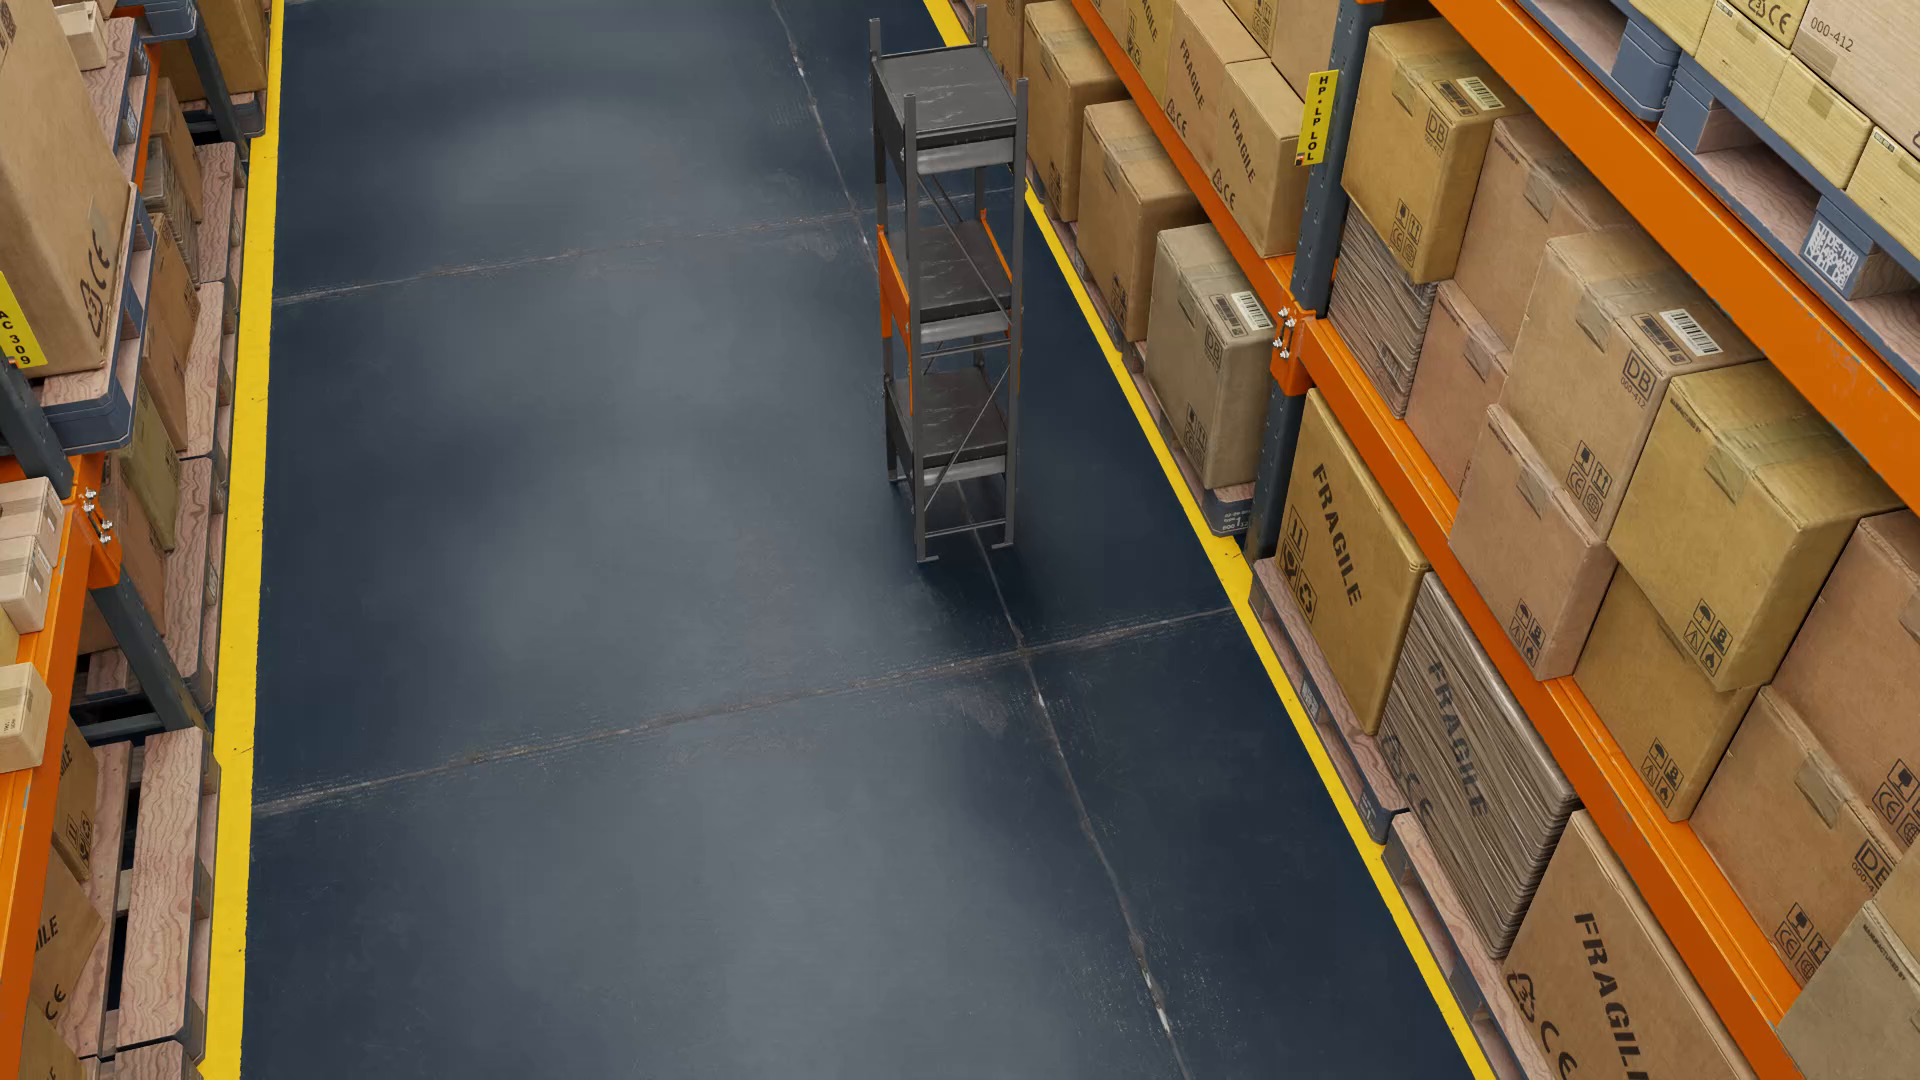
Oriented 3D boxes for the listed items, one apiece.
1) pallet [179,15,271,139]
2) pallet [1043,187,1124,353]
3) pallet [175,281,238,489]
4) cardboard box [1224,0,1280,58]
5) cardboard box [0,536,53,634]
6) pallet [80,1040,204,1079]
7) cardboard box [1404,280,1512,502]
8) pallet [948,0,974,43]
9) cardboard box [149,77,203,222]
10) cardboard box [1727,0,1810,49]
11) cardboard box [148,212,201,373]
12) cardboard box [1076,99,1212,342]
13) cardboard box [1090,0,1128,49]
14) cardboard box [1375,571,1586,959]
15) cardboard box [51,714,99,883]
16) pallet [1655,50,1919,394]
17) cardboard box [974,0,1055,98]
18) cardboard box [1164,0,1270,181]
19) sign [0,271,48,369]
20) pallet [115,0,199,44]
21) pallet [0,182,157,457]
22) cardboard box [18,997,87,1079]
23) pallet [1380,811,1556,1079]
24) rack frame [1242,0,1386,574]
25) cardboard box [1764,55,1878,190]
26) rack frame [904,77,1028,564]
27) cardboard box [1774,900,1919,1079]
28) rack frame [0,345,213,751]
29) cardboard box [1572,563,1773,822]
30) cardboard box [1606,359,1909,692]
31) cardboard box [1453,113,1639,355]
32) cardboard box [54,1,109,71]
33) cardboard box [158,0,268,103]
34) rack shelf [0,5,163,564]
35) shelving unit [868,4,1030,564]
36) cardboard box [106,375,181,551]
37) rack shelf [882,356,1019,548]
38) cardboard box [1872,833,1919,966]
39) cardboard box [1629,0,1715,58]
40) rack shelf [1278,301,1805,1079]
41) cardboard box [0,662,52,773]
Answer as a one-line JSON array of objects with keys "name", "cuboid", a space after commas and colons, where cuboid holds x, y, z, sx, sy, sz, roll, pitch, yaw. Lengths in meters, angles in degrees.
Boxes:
[{"name": "pallet", "cuboid": [-4.339, -2.546, 9.098, 1.003, 0.211, 1.213, -11, 47, -10]}, {"name": "pallet", "cuboid": [1.049, -1.427, 8.000, 1.003, 0.211, 1.213, -11, 47, -10]}, {"name": "pallet", "cuboid": [-3.702, -0.608, 7.198, 1.003, 0.211, 1.213, -11, 47, -10]}, {"name": "cardboard box", "cuboid": [1.368, -2.121, 5.959, 0.700, 0.500, 0.500, -11, 47, -11]}, {"name": "cardboard box", "cuboid": [-2.792, 0.154, 4.675, 0.380, 0.149, 0.250, -11, 47, -10]}, {"name": "pallet", "cuboid": [-2.664, 2.074, 4.569, 1.003, 0.211, 1.213, -11, 47, -10]}, {"name": "cardboard box", "cuboid": [1.904, -0.464, 5.000, 0.875, 0.550, 0.550, -11, 47, -10]}, {"name": "pallet", "cuboid": [0.412, -3.365, 9.900, 1.003, 0.211, 1.213, -11, 47, -10]}, {"name": "cardboard box", "cuboid": [-4.019, -1.785, 7.841, 0.700, 0.500, 0.500, -13, 47, -12]}, {"name": "cardboard box", "cuboid": [1.750, -1.238, 3.296, 0.500, 0.250, 0.500, -11, 47, -11]}, {"name": "cardboard box", "cuboid": [-3.713, -1.014, 7.085, 0.700, 0.500, 0.500, -7, 46, -7]}, {"name": "cardboard box", "cuboid": [1.146, -1.478, 7.380, 1.050, 0.750, 0.750, -11, 47, -10]}, {"name": "cardboard box", "cuboid": [0.852, -2.434, 6.965, 0.500, 0.500, 0.500, -11, 47, -11]}, {"name": "cardboard box", "cuboid": [1.963, 0.625, 5.230, 0.875, 0.875, 0.875, -10, 46, -10]}, {"name": "cardboard box", "cuboid": [-3.122, 0.809, 5.313, 0.500, 0.500, 0.500, -12, 47, -12]}, {"name": "pallet", "cuboid": [2.143, -0.651, 3.250, 1.003, 0.211, 1.213, -11, 47, -10]}, {"name": "cardboard box", "cuboid": [0.680, -2.724, 8.601, 1.050, 0.750, 0.750, -11, 47, -11]}, {"name": "cardboard box", "cuboid": [1.114, -1.735, 6.280, 0.500, 0.500, 0.500, -11, 47, -11]}, {"name": "sign", "cuboid": [-2.663, -0.610, 4.642, 0.100, 0.325, 0.005, -11, 47, -10]}, {"name": "pallet", "cuboid": [-3.924, -2.425, 7.160, 1.213, 0.211, 1.003, -11, 47, -10]}, {"name": "pallet", "cuboid": [-3.241, -0.690, 5.460, 1.003, 0.211, 1.213, -11, 47, -10]}, {"name": "cardboard box", "cuboid": [-2.733, 1.617, 4.521, 0.500, 0.500, 0.500, -15, 47, -14]}, {"name": "pallet", "cuboid": [2.070, 1.319, 5.309, 1.003, 0.211, 1.213, -11, 47, -10]}, {"name": "rack frame", "cuboid": [1.635, -1.040, 5.669, 1.000, 3.000, 0.127, -11, 47, -10]}, {"name": "cardboard box", "cuboid": [1.789, -0.820, 3.165, 0.380, 0.149, 0.250, -10, 46, -10]}, {"name": "rack frame", "cuboid": [0.020, -0.681, 5.947, 0.400, 2.100, 0.015, -11, 47, -10]}, {"name": "cardboard box", "cuboid": [2.358, 1.046, 3.520, 0.875, 0.550, 0.550, -11, 47, -10]}, {"name": "rack frame", "cuboid": [-3.186, -0.203, 4.848, 1.000, 3.000, 0.127, -11, 47, -10]}, {"name": "cardboard box", "cuboid": [2.161, 0.278, 4.273, 0.875, 0.550, 0.500, -11, 47, -10]}, {"name": "cardboard box", "cuboid": [2.098, -0.088, 3.875, 0.875, 0.550, 0.500, -11, 47, -10]}, {"name": "cardboard box", "cuboid": [1.949, -0.851, 4.623, 0.875, 0.550, 0.550, -11, 47, -10]}, {"name": "cardboard box", "cuboid": [-3.522, -1.962, 6.373, 0.396, 0.266, 0.258, -12, 47, -11]}, {"name": "cardboard box", "cuboid": [-4.366, -2.848, 8.634, 1.225, 0.875, 0.875, -13, 47, -12]}, {"name": "rack shelf", "cuboid": [-3.698, -1.332, 6.459, 1.077, 0.370, 4.000, -11, 47, -10]}, {"name": "shelving unit", "cuboid": [-0.042, -0.849, 6.112, 0.431, 2.100, 0.503, -11, 47, -10]}, {"name": "cardboard box", "cuboid": [-3.426, -0.242, 6.330, 0.700, 0.500, 0.500, -11, 47, -11]}, {"name": "rack shelf", "cuboid": [-0.042, -0.350, 6.622, 0.431, 0.518, 0.480, -11, 47, -10]}, {"name": "cardboard box", "cuboid": [2.371, 0.665, 3.137, 0.875, 0.550, 0.550, -11, 47, -10]}, {"name": "cardboard box", "cuboid": [1.662, -1.168, 3.506, 0.380, 0.149, 0.250, -11, 47, -11]}, {"name": "rack shelf", "cuboid": [2.147, 0.593, 4.573, 1.077, 0.370, 4.000, -11, 47, -10]}, {"name": "cardboard box", "cuboid": [-2.614, 0.490, 4.345, 0.380, 0.149, 0.250, -11, 47, -10]}]
